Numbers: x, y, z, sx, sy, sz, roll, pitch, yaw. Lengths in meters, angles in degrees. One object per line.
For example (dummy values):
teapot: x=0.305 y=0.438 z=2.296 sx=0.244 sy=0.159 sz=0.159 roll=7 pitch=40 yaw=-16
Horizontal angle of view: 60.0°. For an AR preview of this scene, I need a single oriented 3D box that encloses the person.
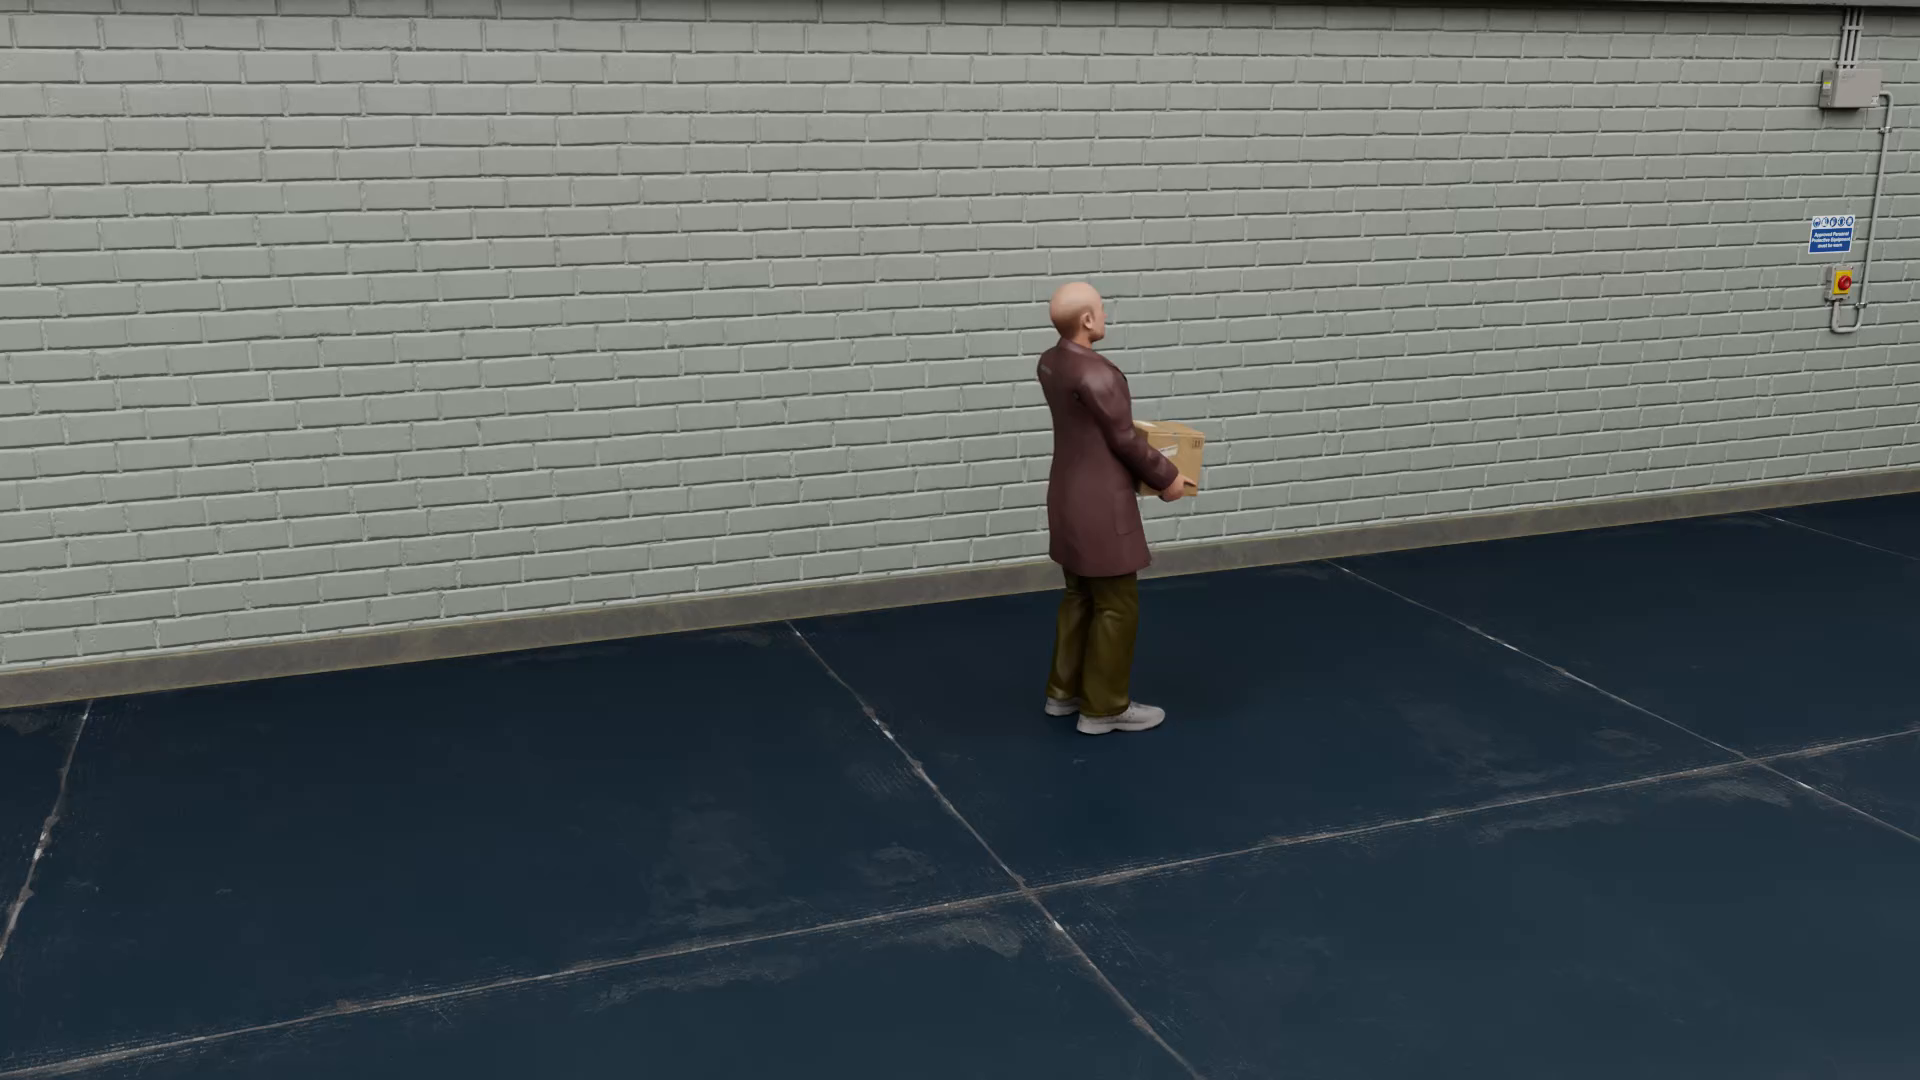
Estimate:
person: x=0.609 y=-0.133 z=6.546 sx=0.563 sy=1.769 sz=0.527 roll=-6 pitch=16 yaw=-19
